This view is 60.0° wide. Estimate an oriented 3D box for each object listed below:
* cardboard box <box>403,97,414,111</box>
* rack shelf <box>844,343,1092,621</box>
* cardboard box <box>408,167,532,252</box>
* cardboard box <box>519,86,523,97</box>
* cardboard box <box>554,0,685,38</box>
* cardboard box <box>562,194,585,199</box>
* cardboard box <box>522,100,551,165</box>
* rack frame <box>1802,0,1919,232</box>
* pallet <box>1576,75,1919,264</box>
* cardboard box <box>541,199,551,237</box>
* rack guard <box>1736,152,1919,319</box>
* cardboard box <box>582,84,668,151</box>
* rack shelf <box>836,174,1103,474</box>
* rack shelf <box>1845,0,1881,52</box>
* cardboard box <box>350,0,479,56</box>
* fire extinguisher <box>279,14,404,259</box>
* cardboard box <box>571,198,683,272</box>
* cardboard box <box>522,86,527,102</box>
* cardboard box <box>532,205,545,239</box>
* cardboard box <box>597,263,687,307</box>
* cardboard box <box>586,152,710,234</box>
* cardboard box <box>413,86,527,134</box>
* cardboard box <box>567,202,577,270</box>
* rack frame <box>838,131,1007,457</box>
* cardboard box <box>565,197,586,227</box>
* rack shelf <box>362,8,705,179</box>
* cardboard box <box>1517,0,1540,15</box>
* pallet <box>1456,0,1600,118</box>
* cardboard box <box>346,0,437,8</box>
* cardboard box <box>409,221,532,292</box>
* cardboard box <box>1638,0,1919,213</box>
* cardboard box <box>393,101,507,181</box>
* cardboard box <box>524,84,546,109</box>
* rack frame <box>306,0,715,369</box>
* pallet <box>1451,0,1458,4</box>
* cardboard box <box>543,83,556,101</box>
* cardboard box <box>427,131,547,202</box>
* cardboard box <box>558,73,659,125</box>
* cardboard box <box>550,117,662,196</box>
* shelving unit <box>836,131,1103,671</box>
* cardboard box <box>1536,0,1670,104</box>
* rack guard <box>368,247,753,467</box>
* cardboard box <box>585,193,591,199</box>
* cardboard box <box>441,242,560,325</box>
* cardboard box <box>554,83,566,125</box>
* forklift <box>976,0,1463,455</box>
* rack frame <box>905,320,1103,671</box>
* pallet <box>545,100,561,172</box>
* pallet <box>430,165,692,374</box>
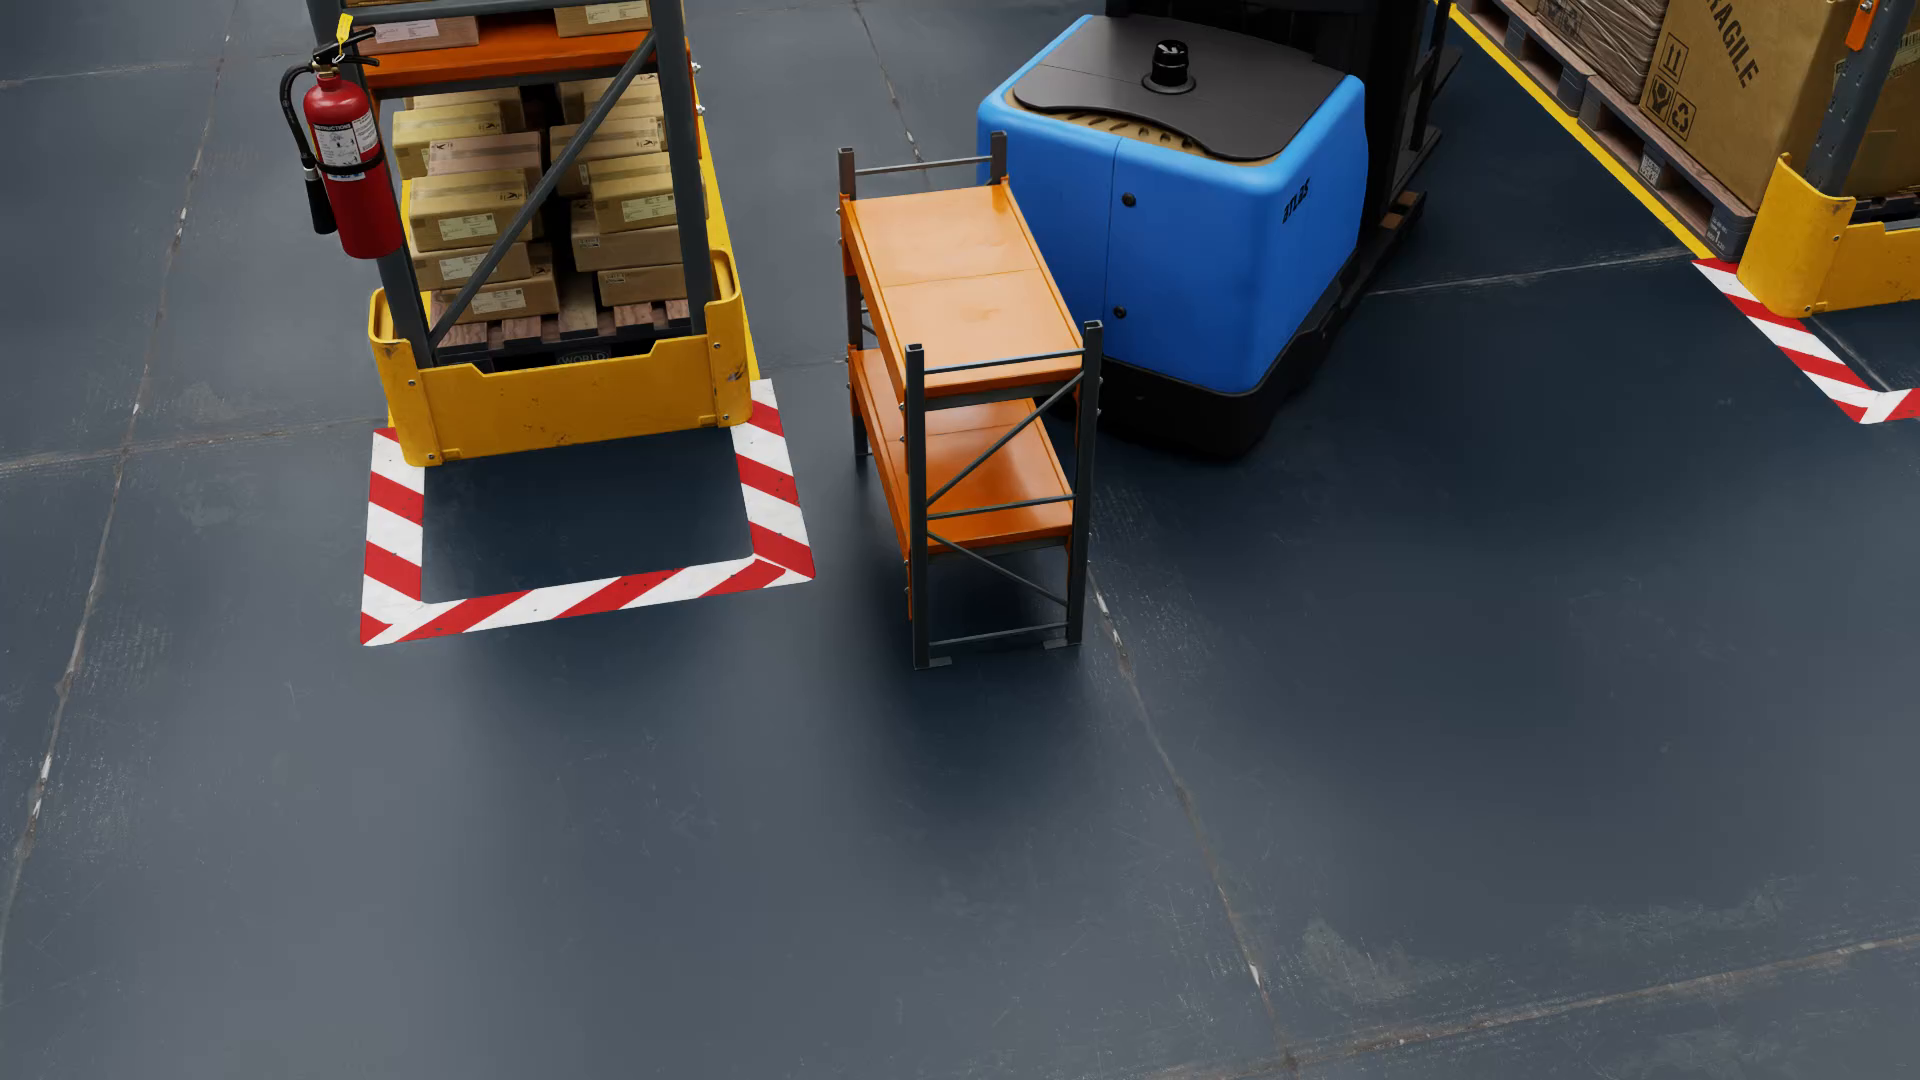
[{"bbox_3d":[-1.941,-1.785,6.384,0.380,0.149,0.250,-7,42,-8],"label":"cardboard box"},{"bbox_3d":[0.001,-0.233,5.034,0.538,0.278,1.000,-8,42,-9],"label":"rack shelf"},{"bbox_3d":[-1.656,-1.121,5.637,0.380,0.149,0.250,-8,42,-9],"label":"cardboard box"},{"bbox_3d":[-1.962,-1.844,6.674,0.380,0.149,0.250,-6,42,-7],"label":"cardboard box"},{"bbox_3d":[-1.044,-1.664,5.054,0.380,0.149,0.250,-9,42,-10],"label":"cardboard box"},{"bbox_3d":[-1.300,-1.411,6.187,0.380,0.149,0.250,-8,42,-9],"label":"cardboard box"},{"bbox_3d":[-1.758,-1.530,6.321,0.380,0.149,0.250,-9,42,-10],"label":"cardboard box"},{"bbox_3d":[3.570,-2.146,5.408,1.000,3.000,0.127,-8,42,-9],"label":"rack frame"},{"bbox_3d":[3.321,-1.610,6.905,1.003,0.211,1.213,-8,42,-9],"label":"pallet"},{"bbox_3d":[-1.739,-1.239,6.217,0.380,0.149,0.250,-9,42,-9],"label":"cardboard box"},{"bbox_3d":[3.576,-1.196,6.220,1.175,0.500,0.348,-8,42,-9],"label":"rack guard"},{"bbox_3d":[-1.182,-1.546,6.115,0.380,0.149,0.250,-8,42,-9],"label":"cardboard box"},{"bbox_3d":[0.001,-0.635,4.677,0.538,0.278,1.000,-8,42,-9],"label":"rack shelf"},{"bbox_3d":[3.139,-3.174,7.107,1.077,0.370,4.000,-8,42,-9],"label":"rack shelf"},{"bbox_3d":[-1.641,-1.578,4.957,0.380,0.149,0.250,-8,42,-9],"label":"cardboard box"},{"bbox_3d":[-1.691,-1.103,4.572,0.296,0.674,0.183,-8,42,-9],"label":"fire extinguisher"},{"bbox_3d":[-1.157,-1.079,5.814,0.380,0.149,0.250,-7,42,-7],"label":"cardboard box"},{"bbox_3d":[-1.961,-1.734,6.775,0.380,0.149,0.250,-8,42,-8],"label":"cardboard box"},{"bbox_3d":[-1.691,-1.181,5.929,0.380,0.149,0.250,-9,42,-10],"label":"cardboard box"},{"bbox_3d":[-1.095,-0.977,5.923,0.380,0.149,0.250,-8,42,-8],"label":"cardboard box"},{"bbox_3d":[-1.076,-1.203,5.728,0.380,0.149,0.250,-10,43,-11],"label":"cardboard box"},{"bbox_3d":[-1.828,-1.619,6.197,0.380,0.149,0.250,-10,43,-11],"label":"cardboard box"},{"bbox_3d":[-1.231,-1.135,6.101,0.380,0.149,0.250,-9,42,-9],"label":"cardboard box"},{"bbox_3d":[-0.108,-0.746,5.243,0.500,1.125,0.032,-8,42,-9],"label":"rack frame"},{"bbox_3d":[-1.292,-1.295,6.281,0.380,0.149,0.250,-8,42,-9],"label":"cardboard box"},{"bbox_3d":[-1.726,-2.528,6.381,1.077,0.370,4.000,-8,42,-9],"label":"rack shelf"},{"bbox_3d":[2.966,-3.079,7.743,0.875,0.875,0.875,-8,42,-9],"label":"cardboard box"},{"bbox_3d":[3.062,-2.400,7.794,1.003,0.211,1.213,-8,42,-9],"label":"pallet"},{"bbox_3d":[-1.643,-1.904,4.836,0.500,0.500,0.500,-8,42,-8],"label":"cardboard box"},{"bbox_3d":[-1.687,-1.004,5.729,0.380,0.149,0.250,-9,42,-10],"label":"cardboard box"},{"bbox_3d":[3.354,-1.912,6.429,0.875,0.875,0.875,-8,42,-9],"label":"cardboard box"},{"bbox_3d":[-1.834,-1.442,5.998,0.380,0.149,0.250,-9,42,-10],"label":"cardboard box"},{"bbox_3d":[-1.942,-1.908,6.971,0.380,0.149,0.250,-7,42,-8],"label":"cardboard box"},{"bbox_3d":[-1.294,-1.501,4.681,1.000,3.000,0.127,-8,42,-9],"label":"rack frame"},{"bbox_3d":[2.795,-3.192,8.687,1.003,0.211,1.213,-8,42,-9],"label":"pallet"},{"bbox_3d":[-1.498,-1.921,6.762,0.380,0.149,0.250,-6,42,-7],"label":"cardboard box"},{"bbox_3d":[-1.654,-1.292,5.829,0.380,0.149,0.250,-8,42,-8],"label":"cardboard box"},{"bbox_3d":[-1.316,-1.695,6.283,0.380,0.149,0.250,-10,43,-11],"label":"cardboard box"},{"bbox_3d":[-1.253,-1.364,5.910,0.380,0.149,0.250,-8,42,-9],"label":"cardboard box"},{"bbox_3d":[0.001,-0.416,4.872,0.538,1.125,1.048,-8,42,-9],"label":"shelving unit"},{"bbox_3d":[3.158,-2.502,7.093,0.875,0.875,0.875,-8,42,-9],"label":"cardboard box"},{"bbox_3d":[-1.311,-0.615,5.567,1.175,0.500,0.348,-8,42,-9],"label":"rack guard"},{"bbox_3d":[-1.161,-1.265,6.023,0.380,0.149,0.250,-9,42,-9],"label":"cardboard box"},{"bbox_3d":[-1.612,-0.903,5.839,0.380,0.149,0.250,-8,42,-9],"label":"cardboard box"},{"bbox_3d":[-1.400,-1.751,6.570,0.380,0.149,0.250,-10,43,-11],"label":"cardboard box"},{"bbox_3d":[1.196,-2.343,5.681,1.130,2.935,3.031,20,45,21],"label":"forklift"},{"bbox_3d":[0.111,-0.087,4.500,0.500,1.125,0.032,-8,42,-9],"label":"rack frame"},{"bbox_3d":[-1.712,-1.828,7.151,1.003,0.211,1.213,-8,42,-9],"label":"pallet"},{"bbox_3d":[-1.452,-1.039,6.262,1.003,0.211,1.213,-8,42,-9],"label":"pallet"}]
